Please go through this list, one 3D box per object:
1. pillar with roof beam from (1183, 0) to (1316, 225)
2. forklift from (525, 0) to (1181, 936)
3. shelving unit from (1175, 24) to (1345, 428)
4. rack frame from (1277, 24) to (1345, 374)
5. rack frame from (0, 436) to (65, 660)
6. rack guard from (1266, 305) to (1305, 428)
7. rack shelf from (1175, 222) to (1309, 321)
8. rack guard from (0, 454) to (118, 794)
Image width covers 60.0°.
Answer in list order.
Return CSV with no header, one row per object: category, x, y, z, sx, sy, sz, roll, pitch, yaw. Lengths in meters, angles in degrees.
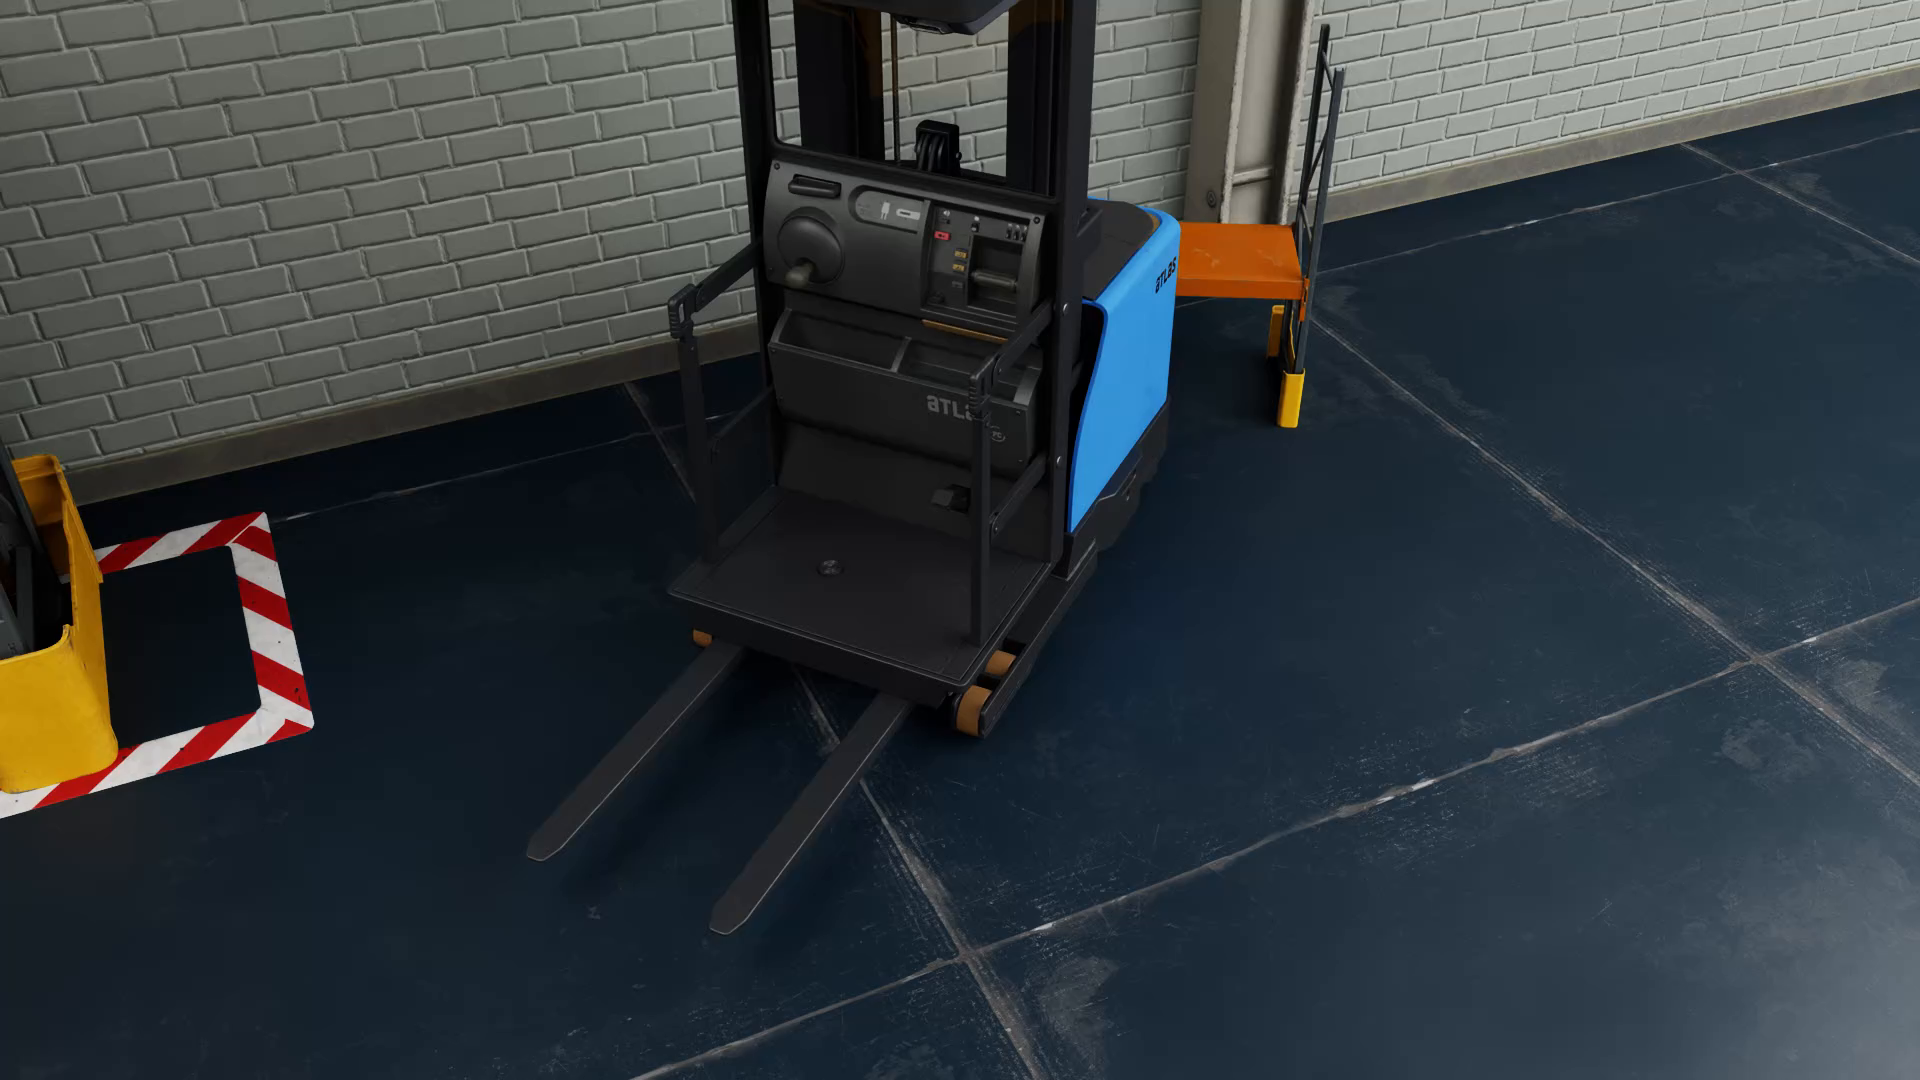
pillar with roof beam,3.150,-2.669,2.294,0.400,9.000,9.100,-16,39,-20
forklift,-0.272,-0.838,4.920,1.130,2.935,3.031,16,39,20
shelving unit,0.877,-1.262,6.692,1.083,1.500,0.587,2,37,3
rack frame,1.394,-1.242,6.665,0.032,1.500,0.500,2,37,3
rack frame,-3.097,-0.752,4.746,0.127,3.000,1.000,-16,39,-20
rack guard,1.374,-0.741,7.039,0.087,0.250,0.587,2,37,3
rack shelf,0.886,-1.117,6.799,1.000,0.185,0.538,2,37,3
rack guard,-3.075,0.246,5.499,0.348,0.500,1.175,-16,39,-20
